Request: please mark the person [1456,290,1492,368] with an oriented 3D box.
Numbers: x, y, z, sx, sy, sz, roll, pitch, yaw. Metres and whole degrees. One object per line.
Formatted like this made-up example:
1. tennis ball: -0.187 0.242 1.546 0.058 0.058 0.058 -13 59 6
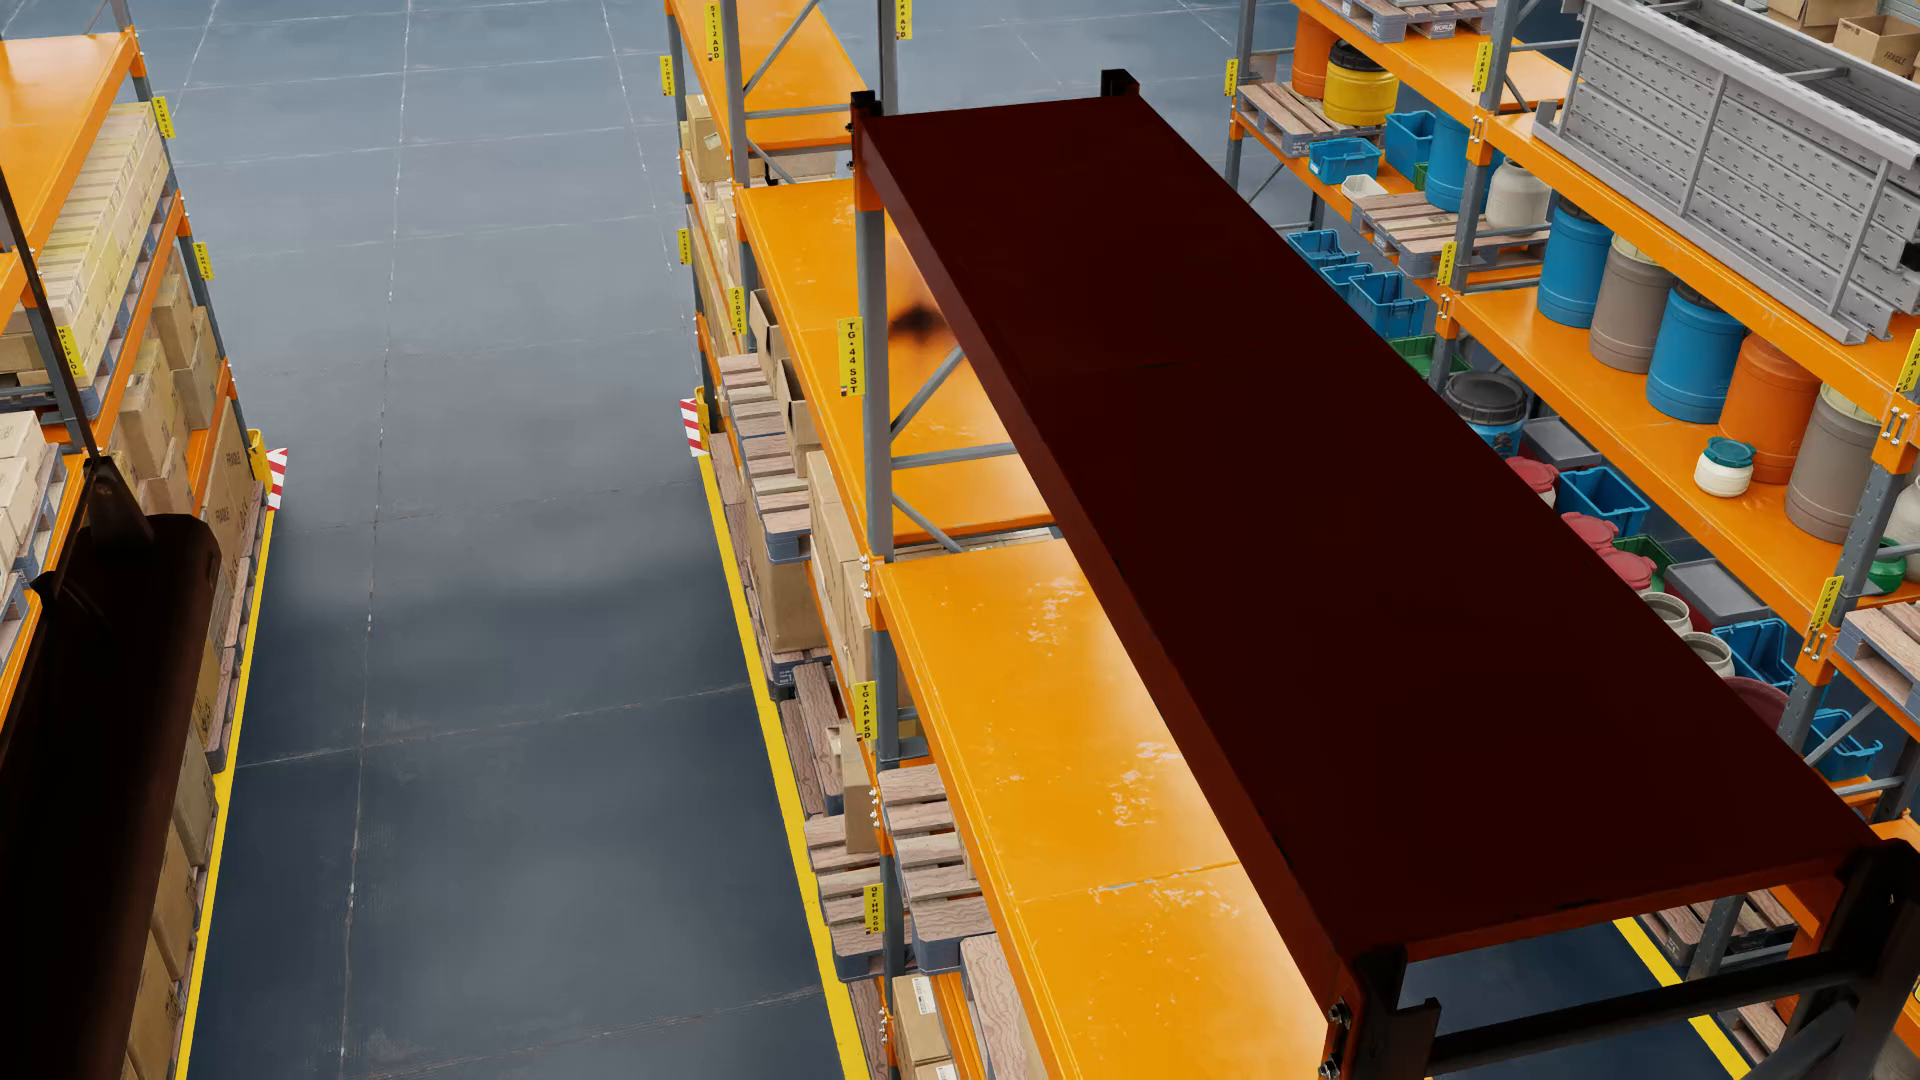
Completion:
1. person: 4.695 -1.991 15.578 0.510 1.578 0.644 -11 36 -15
